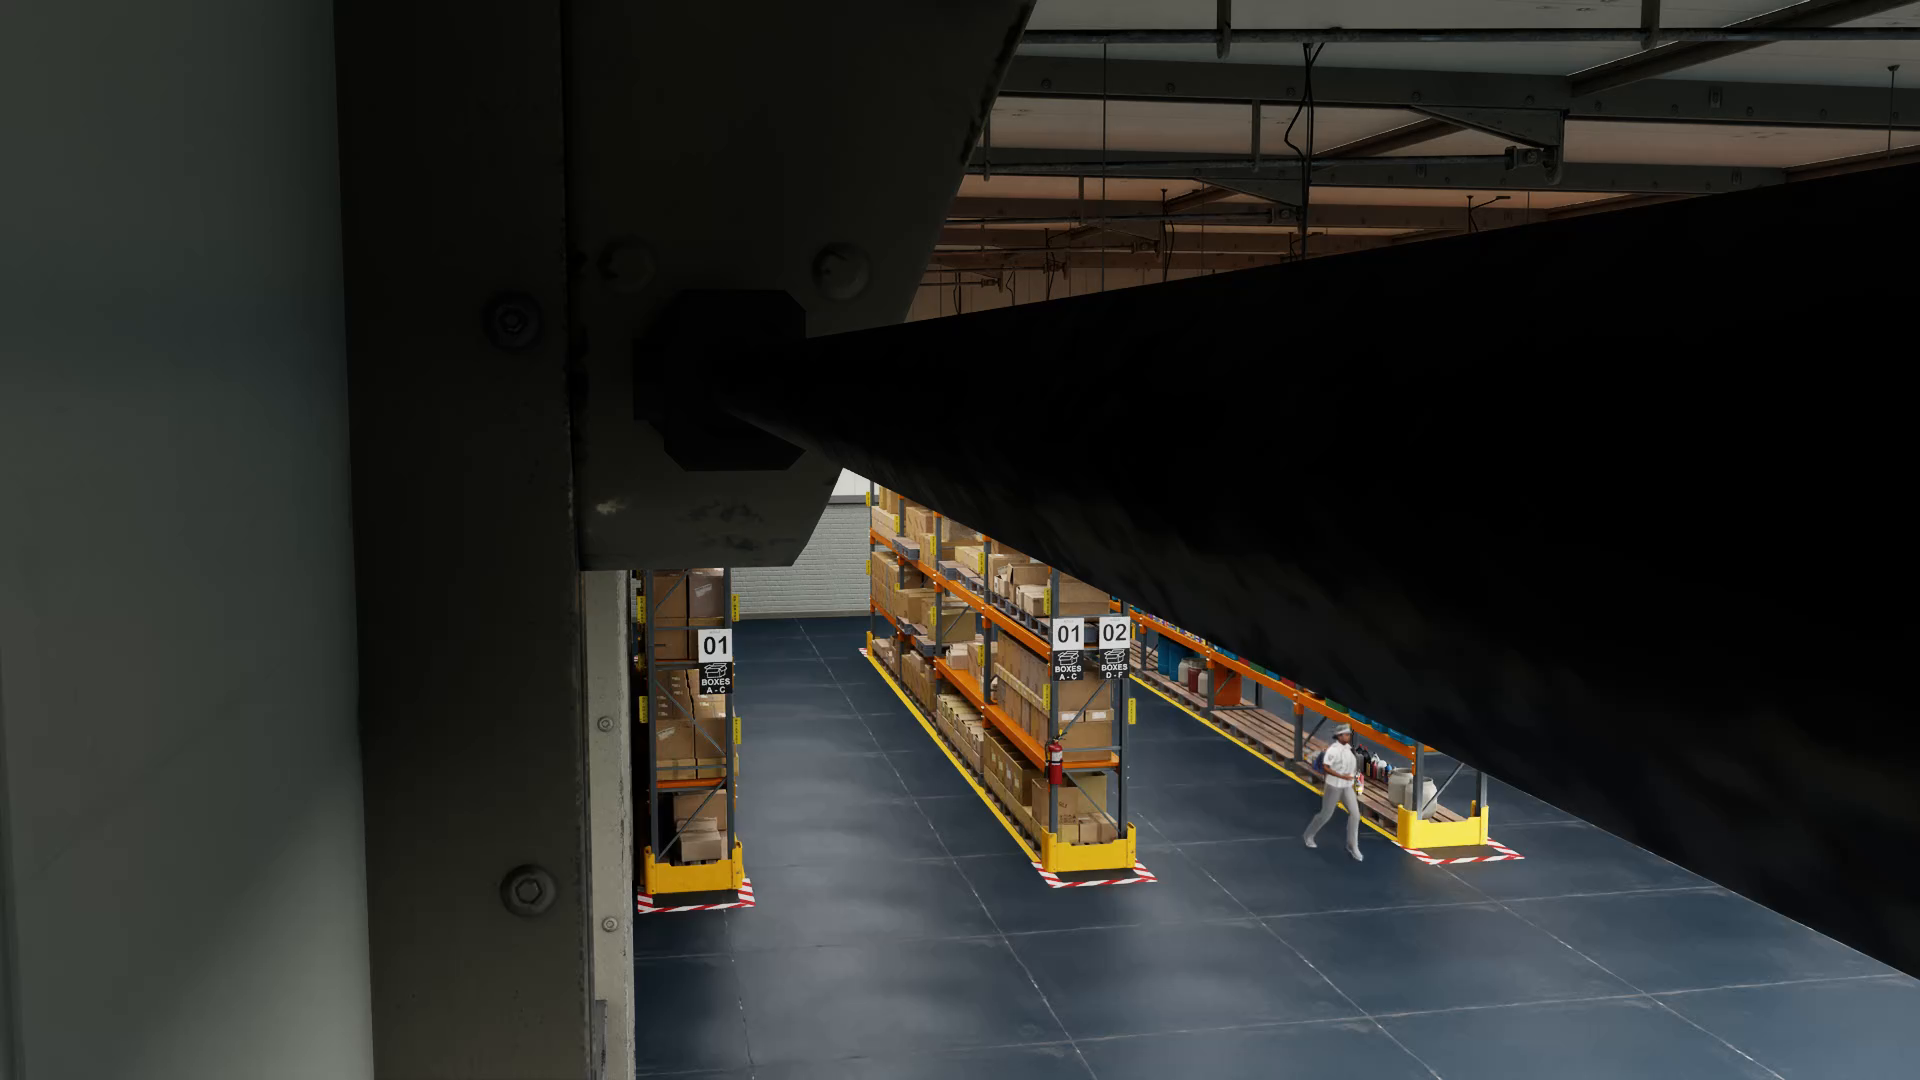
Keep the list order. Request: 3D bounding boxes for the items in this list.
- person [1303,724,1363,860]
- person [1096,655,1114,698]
[{"bbox_3d":[4.961,3.233,21.672,0.639,1.713,0.861,-5,8,-37],"label":"person"},{"bbox_3d":[2.681,2.086,30.359,0.510,1.623,0.639,-2,6,-16],"label":"person"}]
